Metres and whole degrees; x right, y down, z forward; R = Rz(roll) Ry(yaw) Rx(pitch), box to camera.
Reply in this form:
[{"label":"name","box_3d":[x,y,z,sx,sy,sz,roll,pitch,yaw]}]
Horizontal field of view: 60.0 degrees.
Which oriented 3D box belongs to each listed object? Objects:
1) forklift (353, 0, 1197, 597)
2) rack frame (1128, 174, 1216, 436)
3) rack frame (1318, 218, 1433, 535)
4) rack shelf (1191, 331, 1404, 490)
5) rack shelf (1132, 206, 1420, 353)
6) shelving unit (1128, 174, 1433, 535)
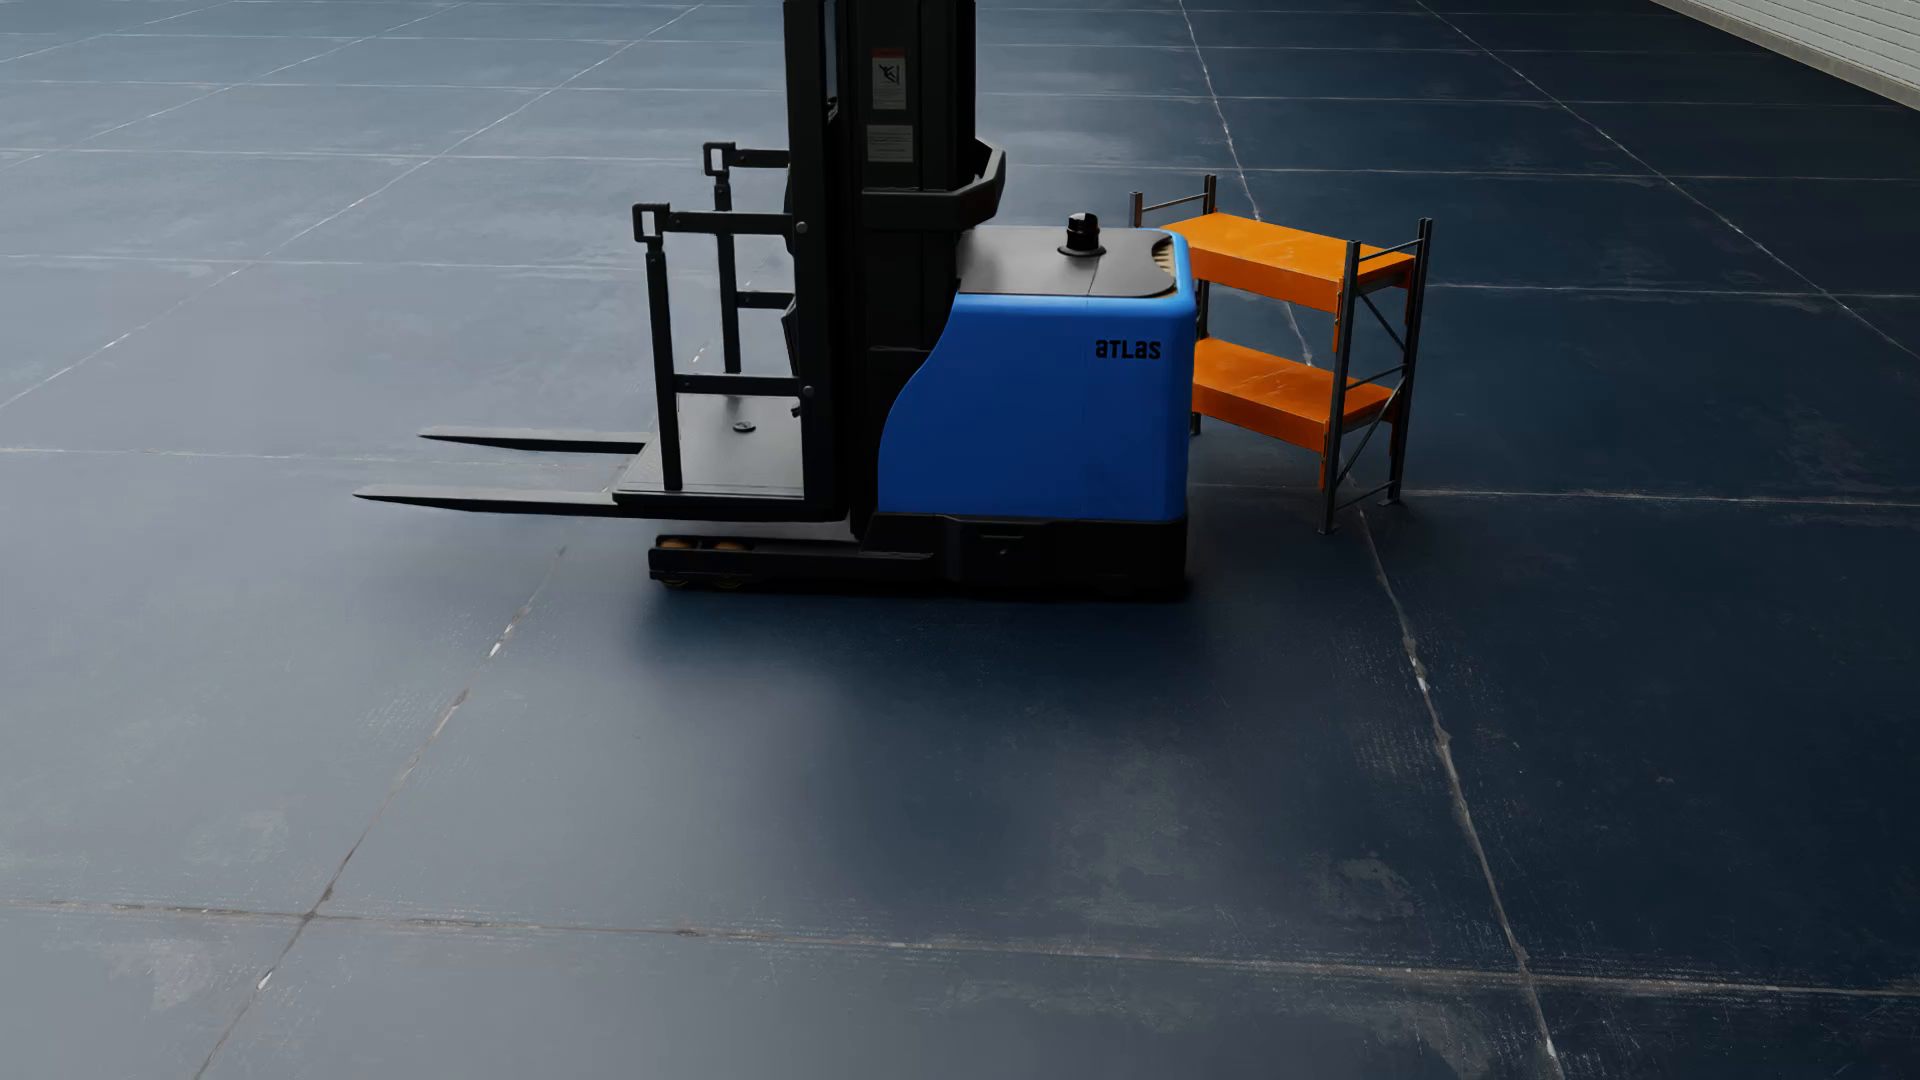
[{"label":"forklift","box_3d":[-0.685,-1.377,5.736,3.031,2.935,1.130,2,25,5]},{"label":"rack frame","box_3d":[0.858,-0.917,6.897,0.500,1.125,0.032,-21,32,-38]},{"label":"rack frame","box_3d":[1.552,-0.606,6.222,0.500,1.125,0.032,-21,32,-38]},{"label":"rack shelf","box_3d":[1.205,-0.539,6.661,0.538,0.278,1.000,-21,32,-38]},{"label":"rack shelf","box_3d":[1.205,-1.027,6.437,0.538,0.278,1.000,-21,32,-38]},{"label":"shelving unit","box_3d":[1.205,-0.761,6.559,0.538,1.125,1.048,-21,32,-38]}]
